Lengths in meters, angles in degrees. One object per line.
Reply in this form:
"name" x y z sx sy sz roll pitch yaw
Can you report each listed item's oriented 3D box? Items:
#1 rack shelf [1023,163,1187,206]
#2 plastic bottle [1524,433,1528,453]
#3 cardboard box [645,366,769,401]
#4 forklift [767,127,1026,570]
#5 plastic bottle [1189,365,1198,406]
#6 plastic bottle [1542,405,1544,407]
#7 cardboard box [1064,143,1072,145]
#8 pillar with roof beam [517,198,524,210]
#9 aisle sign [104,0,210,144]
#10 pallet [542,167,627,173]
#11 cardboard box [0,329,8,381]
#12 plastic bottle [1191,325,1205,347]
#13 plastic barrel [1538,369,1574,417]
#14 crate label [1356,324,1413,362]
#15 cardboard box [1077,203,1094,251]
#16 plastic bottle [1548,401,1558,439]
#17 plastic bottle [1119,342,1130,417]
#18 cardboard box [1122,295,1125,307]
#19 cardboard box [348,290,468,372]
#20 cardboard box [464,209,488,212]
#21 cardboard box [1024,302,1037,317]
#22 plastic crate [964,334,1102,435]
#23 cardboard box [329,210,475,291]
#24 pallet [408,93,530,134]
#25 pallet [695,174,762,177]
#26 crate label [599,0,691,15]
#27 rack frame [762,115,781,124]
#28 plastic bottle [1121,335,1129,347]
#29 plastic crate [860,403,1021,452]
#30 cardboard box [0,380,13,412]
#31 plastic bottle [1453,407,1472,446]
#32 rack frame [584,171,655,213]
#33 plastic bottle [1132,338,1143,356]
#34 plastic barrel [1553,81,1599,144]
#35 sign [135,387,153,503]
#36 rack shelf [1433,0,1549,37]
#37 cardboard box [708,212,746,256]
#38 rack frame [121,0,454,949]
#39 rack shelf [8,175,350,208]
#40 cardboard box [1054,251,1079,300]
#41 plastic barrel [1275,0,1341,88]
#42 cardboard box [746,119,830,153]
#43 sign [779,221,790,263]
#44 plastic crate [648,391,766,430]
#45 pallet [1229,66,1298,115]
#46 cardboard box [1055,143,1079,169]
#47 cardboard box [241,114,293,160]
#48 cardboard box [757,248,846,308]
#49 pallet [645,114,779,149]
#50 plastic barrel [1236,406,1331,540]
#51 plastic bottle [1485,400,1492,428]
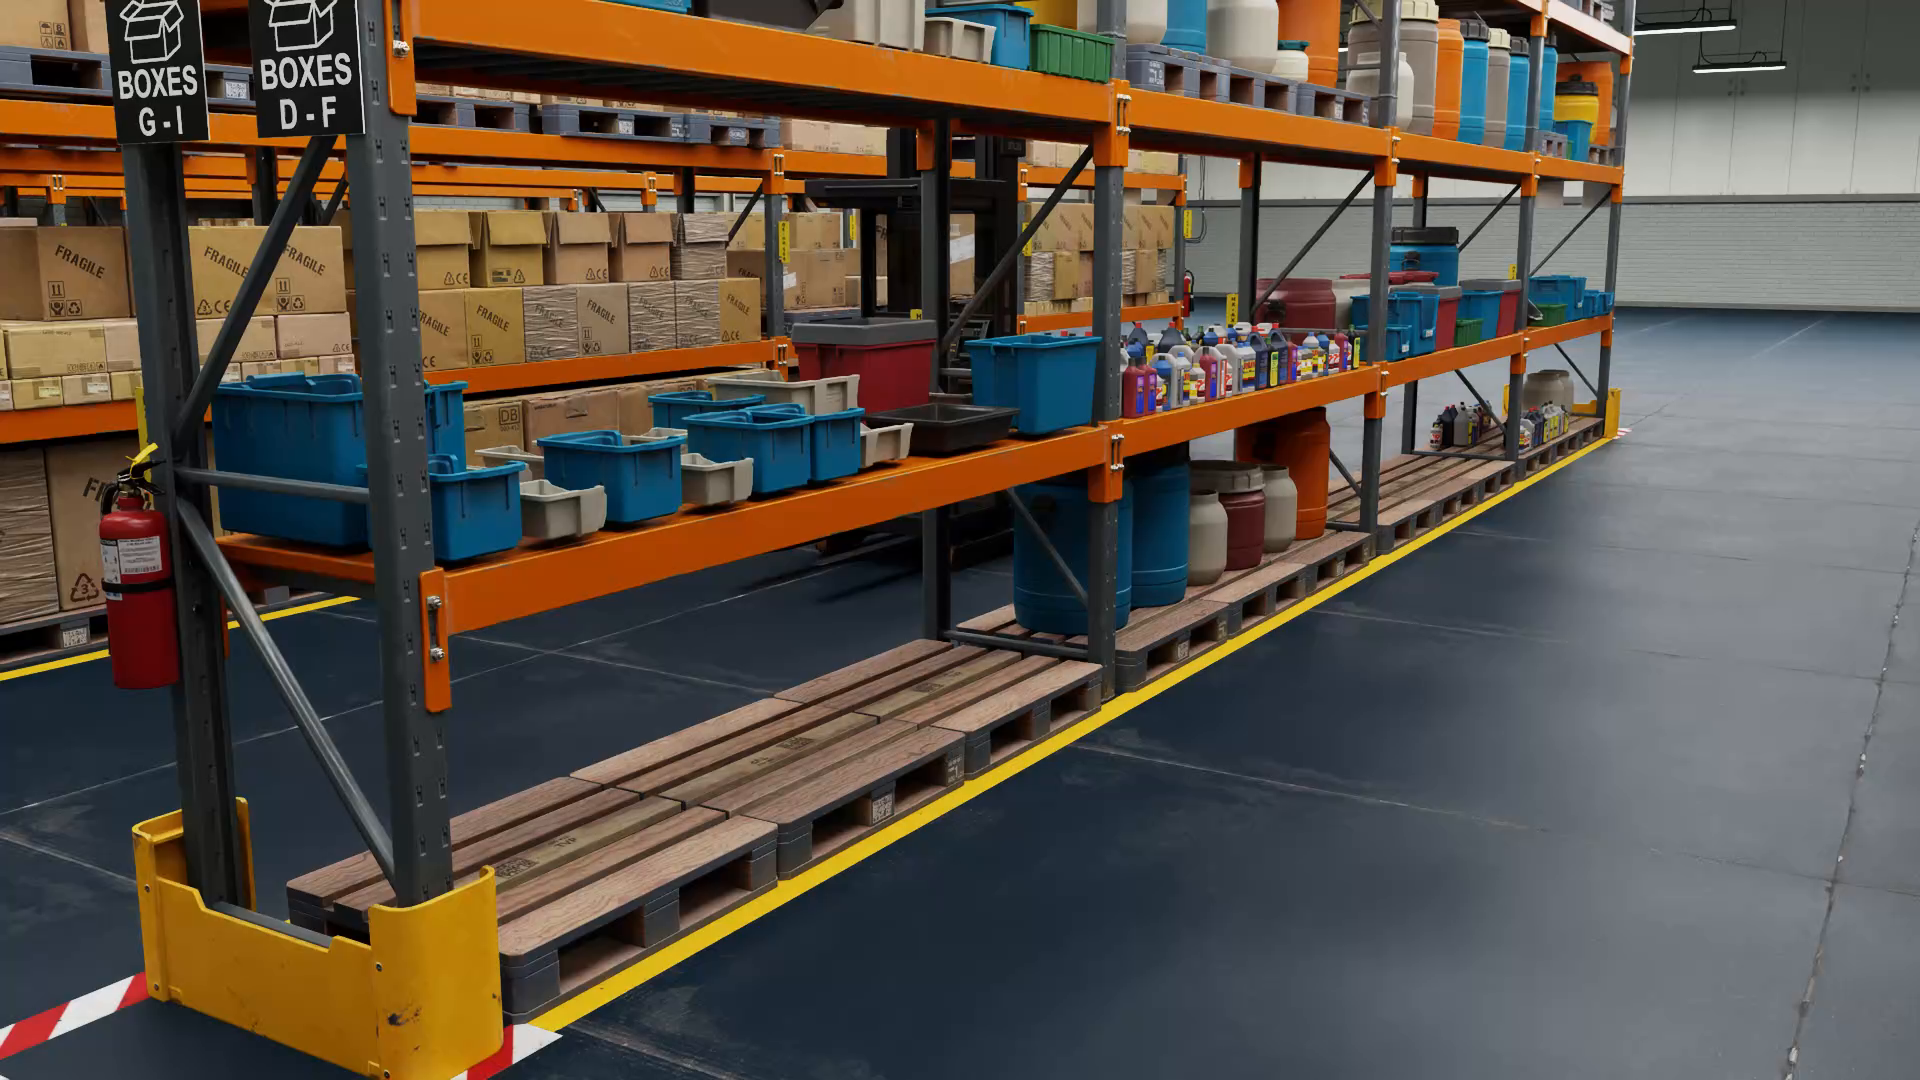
"rack shelf" 1.232 -3.931 18.517 1.077 0.370 4.000 6 12 31
"plastic bottle" 5.020 -0.887 14.866 0.097 0.201 0.097 0 11 0
"cardboard box" -2.259 -0.922 13.274 1.225 0.875 0.875 6 12 28
"forklift" -0.325 -1.341 11.069 1.130 2.935 3.031 6 12 30
"plastic bottle" 1.164 -0.791 8.484 0.097 0.201 0.097 0 11 0
"plastic bottle" 5.680 -1.175 16.179 0.061 0.283 0.133 6 12 31
"cardboard box" 0.956 -4.246 17.568 0.380 0.149 0.250 7 13 32
"pillar with roof beam" -4.781 -8.003 30.161 9.100 9.000 0.548 6 12 31
"aisle sign" -2.091 -1.430 4.288 0.394 0.787 0.004 6 12 31
"pallet" -4.426 -4.217 18.609 0.805 0.209 1.217 6 12 28
"cardboard box" -5.028 -0.891 8.078 0.500 0.250 0.500 6 12 29
"plastic bottle" 1.501 -1.209 10.493 0.061 0.283 0.133 6 12 31
"plastic barrel" 6.228 -1.524 17.478 0.421 0.512 0.421 0 11 0
"crate label" 2.890 -1.341 11.337 0.303 0.233 0.416 6 12 31
"cardboard box" 1.163 -3.386 18.007 0.500 0.500 0.500 6 12 31
"plastic bottle" 5.616 -1.150 15.861 0.144 0.351 0.185 7 13 33
"plastic bottle" 0.755 -0.771 7.968 0.144 0.351 0.185 6 12 31
"cardboard box" 1.664 -2.738 19.027 0.380 0.149 0.250 6 12 31
"cardboard box" -3.507 -1.335 10.576 0.500 0.500 0.500 6 12 31
"cardboard box" -7.101 -4.423 23.545 0.700 0.500 0.500 6 12 30
"cardboard box" 0.563 -2.377 17.097 0.380 0.149 0.250 6 12 31
"plastic crate" 0.323 -0.680 7.228 0.392 0.384 0.575 6 12 31
"cardboard box" -3.635 -1.881 10.766 0.797 0.503 0.637 6 12 29
"pallet" -3.525 -2.767 10.863 0.805 0.209 1.217 6 12 28
"pallet" -2.925 -4.735 21.098 1.003 0.211 1.213 6 12 31
"crate label" -1.048 -1.651 4.786 0.408 0.251 0.502 6 12 31
"rack frame" -1.883 -4.815 13.135 1.000 3.000 0.127 6 12 31
"plastic bottle" 0.925 -1.035 9.562 0.061 0.283 0.133 6 12 31
"plastic crate" -0.078 -0.457 6.741 0.437 0.125 0.590 6 12 31
"cardboard box" -4.904 -0.711 8.200 0.380 0.149 0.250 6 12 30
"plastic bottle" 4.638 -1.052 15.337 0.144 0.351 0.185 6 12 31
"rack frame" -3.993 -2.985 19.663 1.000 3.000 0.127 6 12 31
"plastic bottle" 1.002 -1.024 9.538 0.097 0.271 0.097 0 11 0
"plastic barrel" 6.021 -4.233 16.525 0.600 0.588 0.600 0 11 0
"sign" -2.281 -0.265 4.691 0.100 0.325 0.005 6 12 31
"rack shelf" 3.389 -4.106 12.390 1.077 0.370 4.000 6 12 31
"cardboard box" -3.188 -3.814 20.747 0.875 0.550 0.550 6 12 31
"rack frame" -1.803 -0.135 4.438 1.000 3.000 0.127 6 12 31
"rack shelf" -9.314 -4.248 20.214 1.077 0.370 4.000 6 12 31
"cardboard box" 0.770 -2.831 17.759 0.875 0.500 0.500 6 12 31
"plastic barrel" 2.053 -3.196 10.329 0.600 0.830 0.708 6 12 31
"cardboard box" -1.421 -3.317 13.689 0.500 0.250 0.500 7 12 32
"sign" -1.407 -2.383 13.300 0.100 0.325 0.005 6 12 31
"plastic crate" -0.956 -0.430 6.304 0.416 0.233 0.300 6 12 31
"pallet" 1.184 -2.457 9.203 1.003 0.211 1.213 6 12 31
"cardboard box" 0.917 -4.026 17.479 0.500 0.250 0.500 6 12 30
"cardboard box" -6.397 -3.686 14.981 0.500 0.500 0.500 6 12 31
"cardboard box" -1.432 -2.308 14.633 0.700 0.500 0.500 9 14 39
"pallet" -2.172 -3.142 12.860 1.213 0.211 1.003 7 13 33
"plastic barrel" 2.111 -0.454 10.900 0.600 0.830 0.708 6 12 31
"plastic bottle" 5.296 -1.271 16.726 0.097 0.271 0.097 0 11 0
